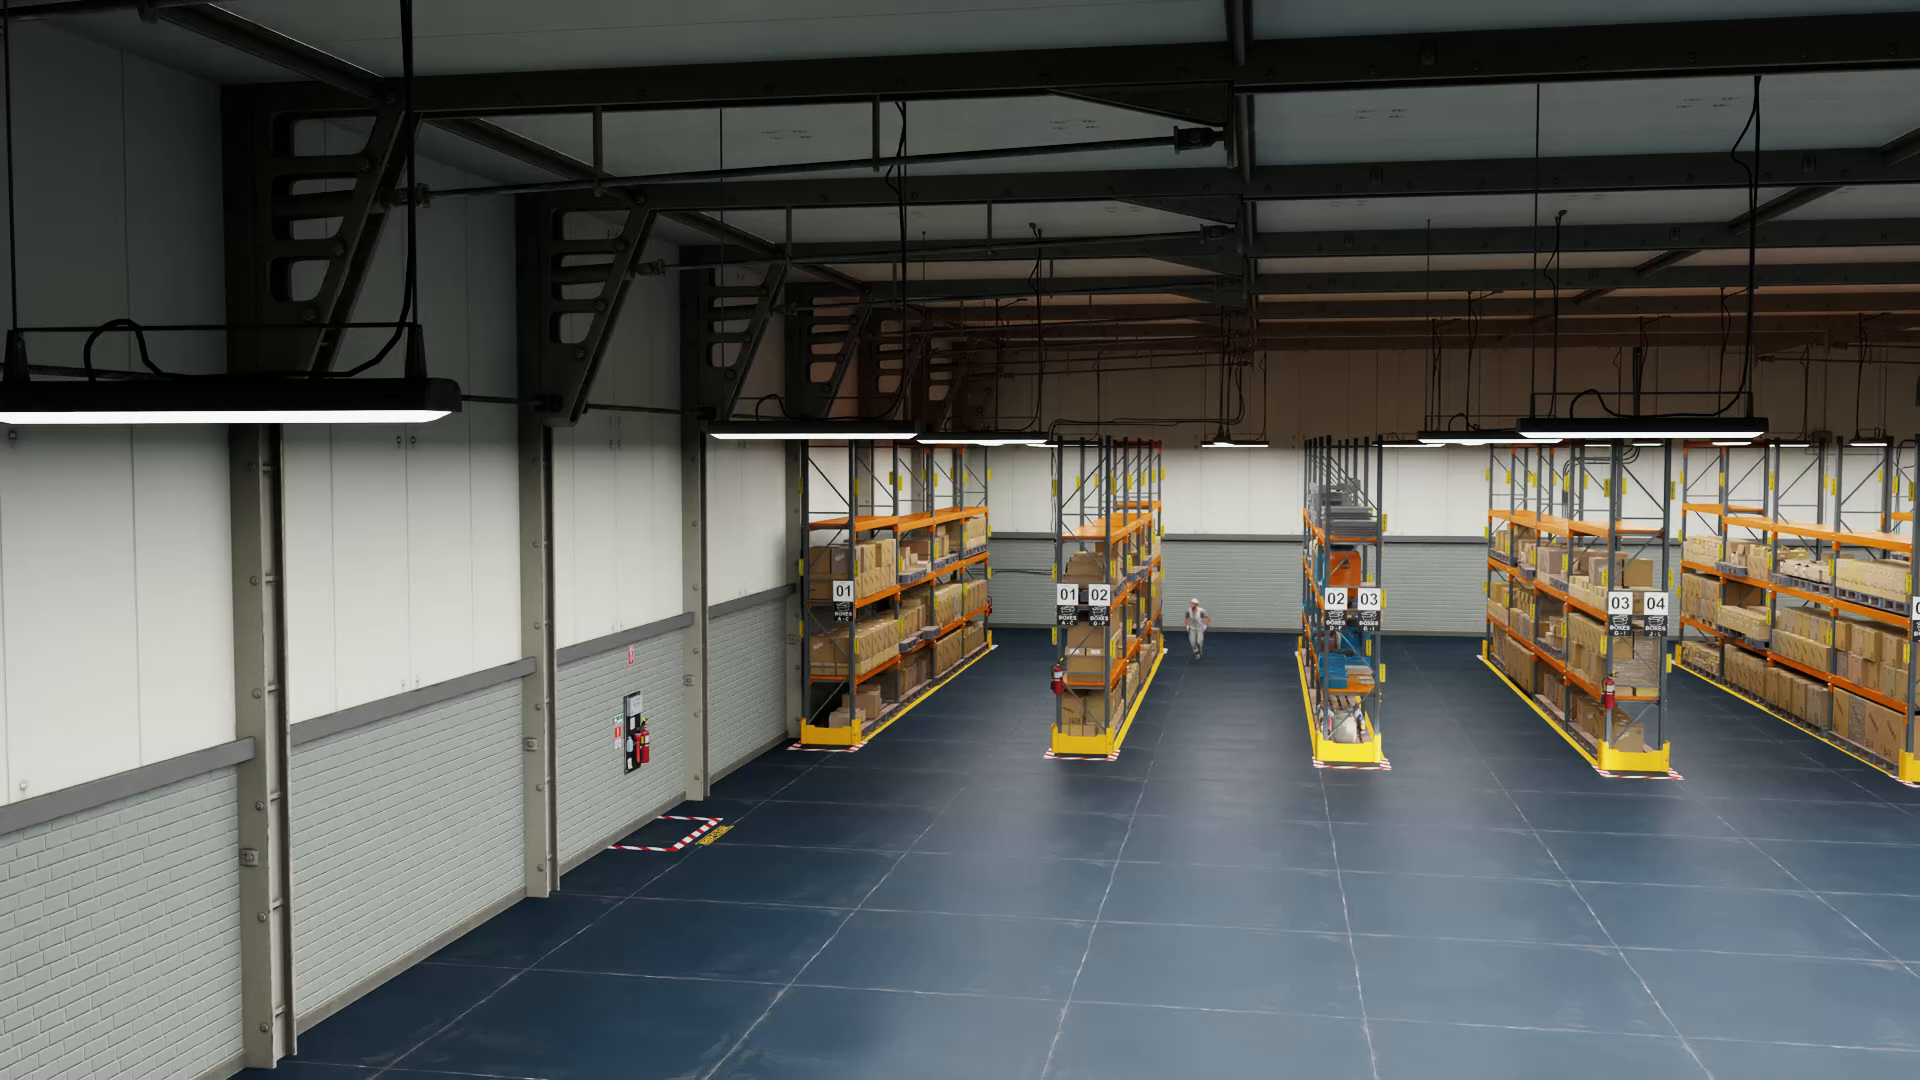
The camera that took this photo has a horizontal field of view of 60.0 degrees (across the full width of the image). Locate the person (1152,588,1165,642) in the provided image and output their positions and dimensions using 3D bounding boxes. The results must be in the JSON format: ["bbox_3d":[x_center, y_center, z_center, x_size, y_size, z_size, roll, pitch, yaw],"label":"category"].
[{"bbox_3d":[5.831,2.205,49.609,0.589,1.651,0.499,2,4,31],"label":"person"}]

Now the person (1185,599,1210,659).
[{"bbox_3d":[6.479,2.431,45.392,0.696,1.689,0.607,1,3,17],"label":"person"}]
